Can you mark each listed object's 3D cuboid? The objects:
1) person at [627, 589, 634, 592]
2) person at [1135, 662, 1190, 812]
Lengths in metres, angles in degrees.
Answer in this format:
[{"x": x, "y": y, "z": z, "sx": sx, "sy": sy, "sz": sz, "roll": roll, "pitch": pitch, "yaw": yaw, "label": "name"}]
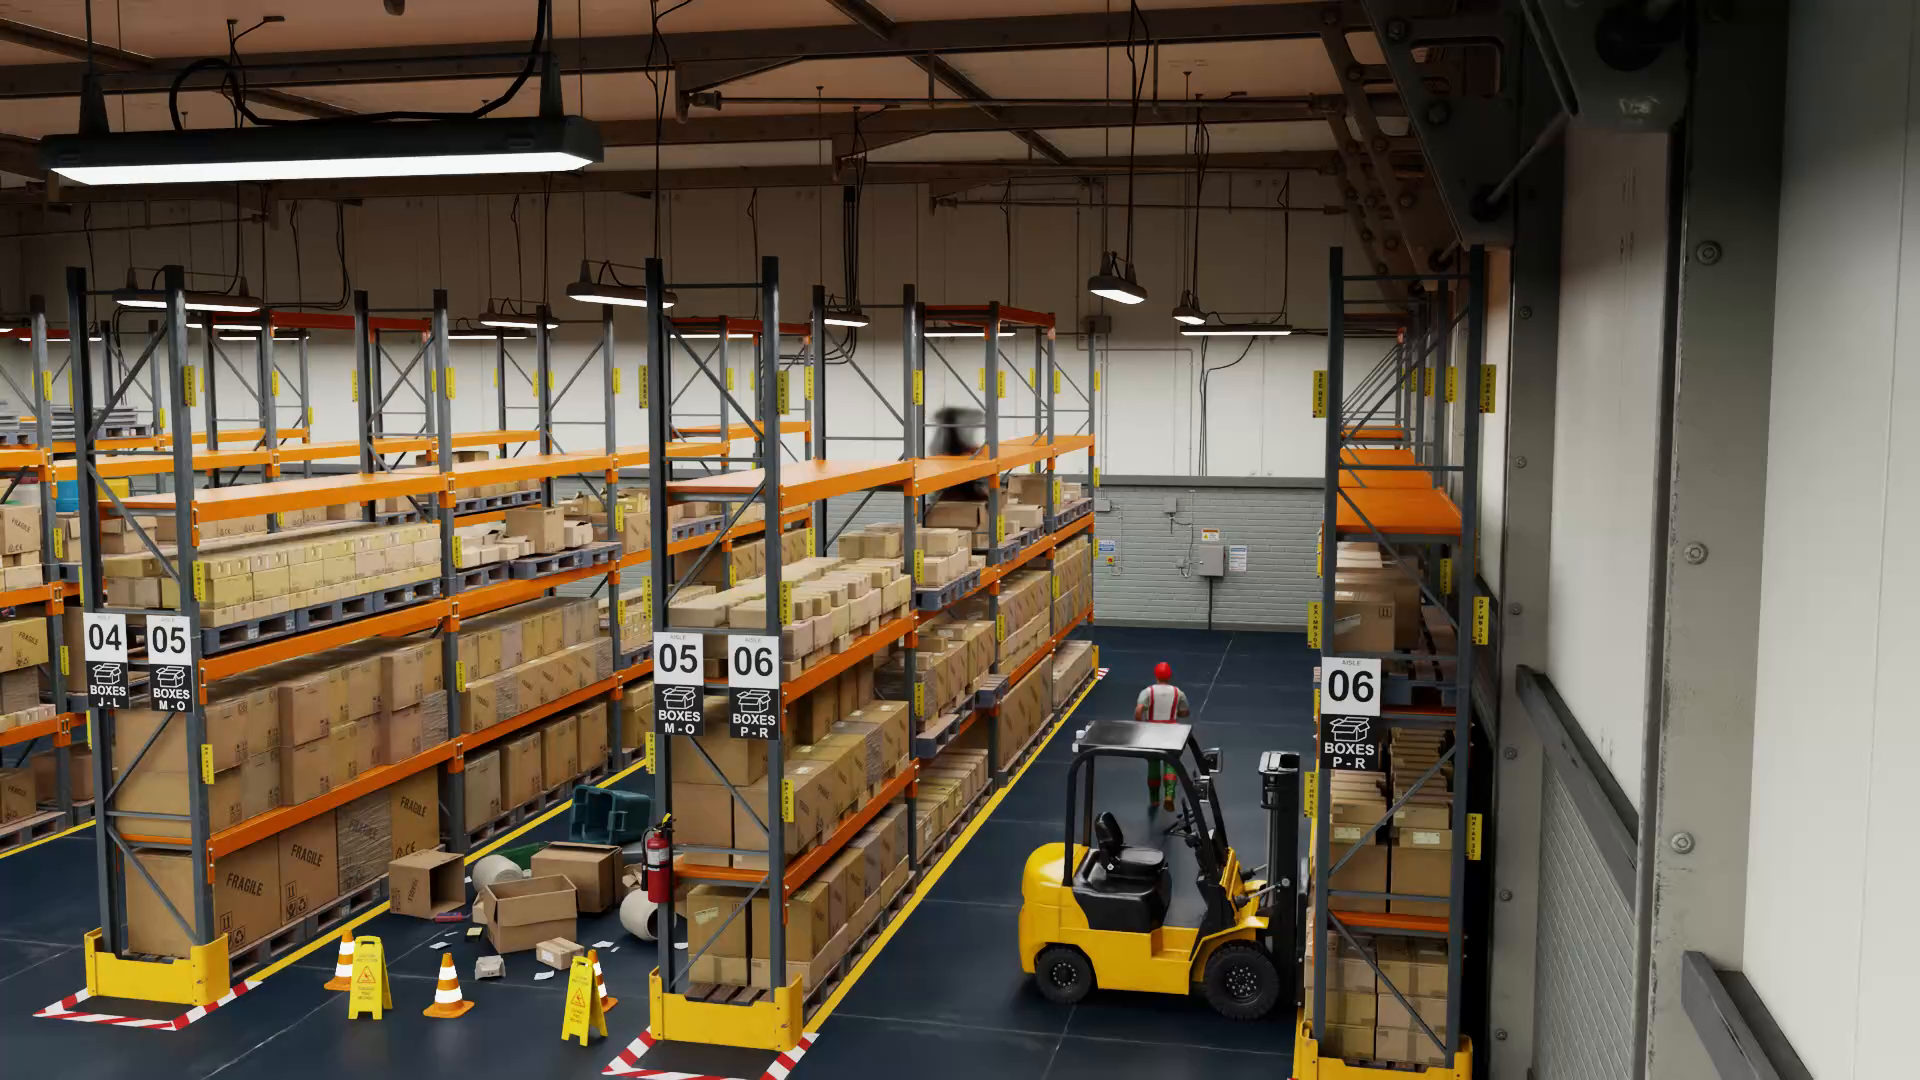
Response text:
[{"x": -5.252, "y": 1.609, "z": 26.826, "sx": 0.718, "sy": 1.712, "sz": 0.706, "roll": 0, "pitch": 6, "yaw": 1, "label": "person"}, {"x": 2.358, "y": 2.293, "z": 19.434, "sx": 0.657, "sy": 1.764, "sz": 1.000, "roll": 0, "pitch": 6, "yaw": 5, "label": "person"}]
